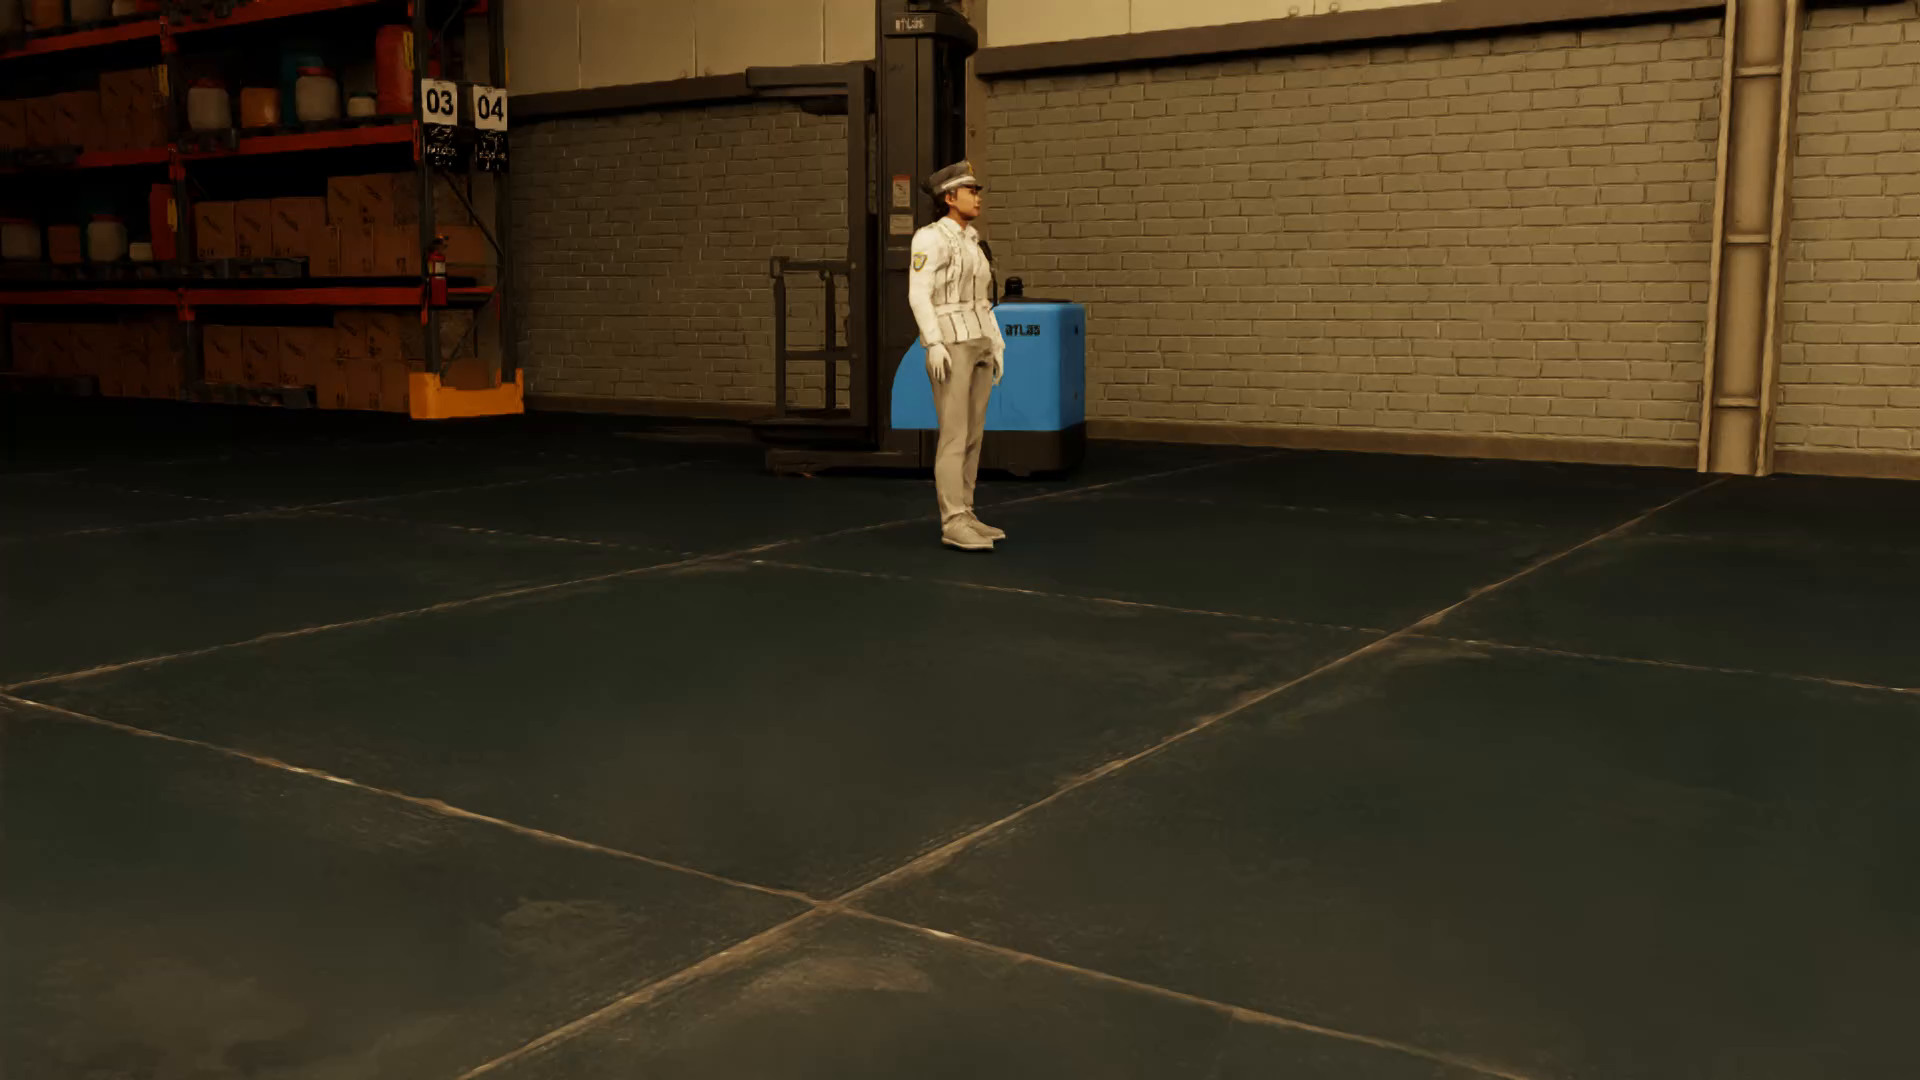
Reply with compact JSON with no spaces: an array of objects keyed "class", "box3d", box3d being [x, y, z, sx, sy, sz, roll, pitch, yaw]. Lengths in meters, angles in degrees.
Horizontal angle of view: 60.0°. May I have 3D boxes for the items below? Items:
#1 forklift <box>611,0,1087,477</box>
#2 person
[{"class":"forklift","box3d":[-0.744,-1.919,10.690,3.031,2.935,1.130,2,8,14]},{"class":"person","box3d":[0.052,-0.840,7.440,0.532,1.695,0.586,5,10,34]}]
